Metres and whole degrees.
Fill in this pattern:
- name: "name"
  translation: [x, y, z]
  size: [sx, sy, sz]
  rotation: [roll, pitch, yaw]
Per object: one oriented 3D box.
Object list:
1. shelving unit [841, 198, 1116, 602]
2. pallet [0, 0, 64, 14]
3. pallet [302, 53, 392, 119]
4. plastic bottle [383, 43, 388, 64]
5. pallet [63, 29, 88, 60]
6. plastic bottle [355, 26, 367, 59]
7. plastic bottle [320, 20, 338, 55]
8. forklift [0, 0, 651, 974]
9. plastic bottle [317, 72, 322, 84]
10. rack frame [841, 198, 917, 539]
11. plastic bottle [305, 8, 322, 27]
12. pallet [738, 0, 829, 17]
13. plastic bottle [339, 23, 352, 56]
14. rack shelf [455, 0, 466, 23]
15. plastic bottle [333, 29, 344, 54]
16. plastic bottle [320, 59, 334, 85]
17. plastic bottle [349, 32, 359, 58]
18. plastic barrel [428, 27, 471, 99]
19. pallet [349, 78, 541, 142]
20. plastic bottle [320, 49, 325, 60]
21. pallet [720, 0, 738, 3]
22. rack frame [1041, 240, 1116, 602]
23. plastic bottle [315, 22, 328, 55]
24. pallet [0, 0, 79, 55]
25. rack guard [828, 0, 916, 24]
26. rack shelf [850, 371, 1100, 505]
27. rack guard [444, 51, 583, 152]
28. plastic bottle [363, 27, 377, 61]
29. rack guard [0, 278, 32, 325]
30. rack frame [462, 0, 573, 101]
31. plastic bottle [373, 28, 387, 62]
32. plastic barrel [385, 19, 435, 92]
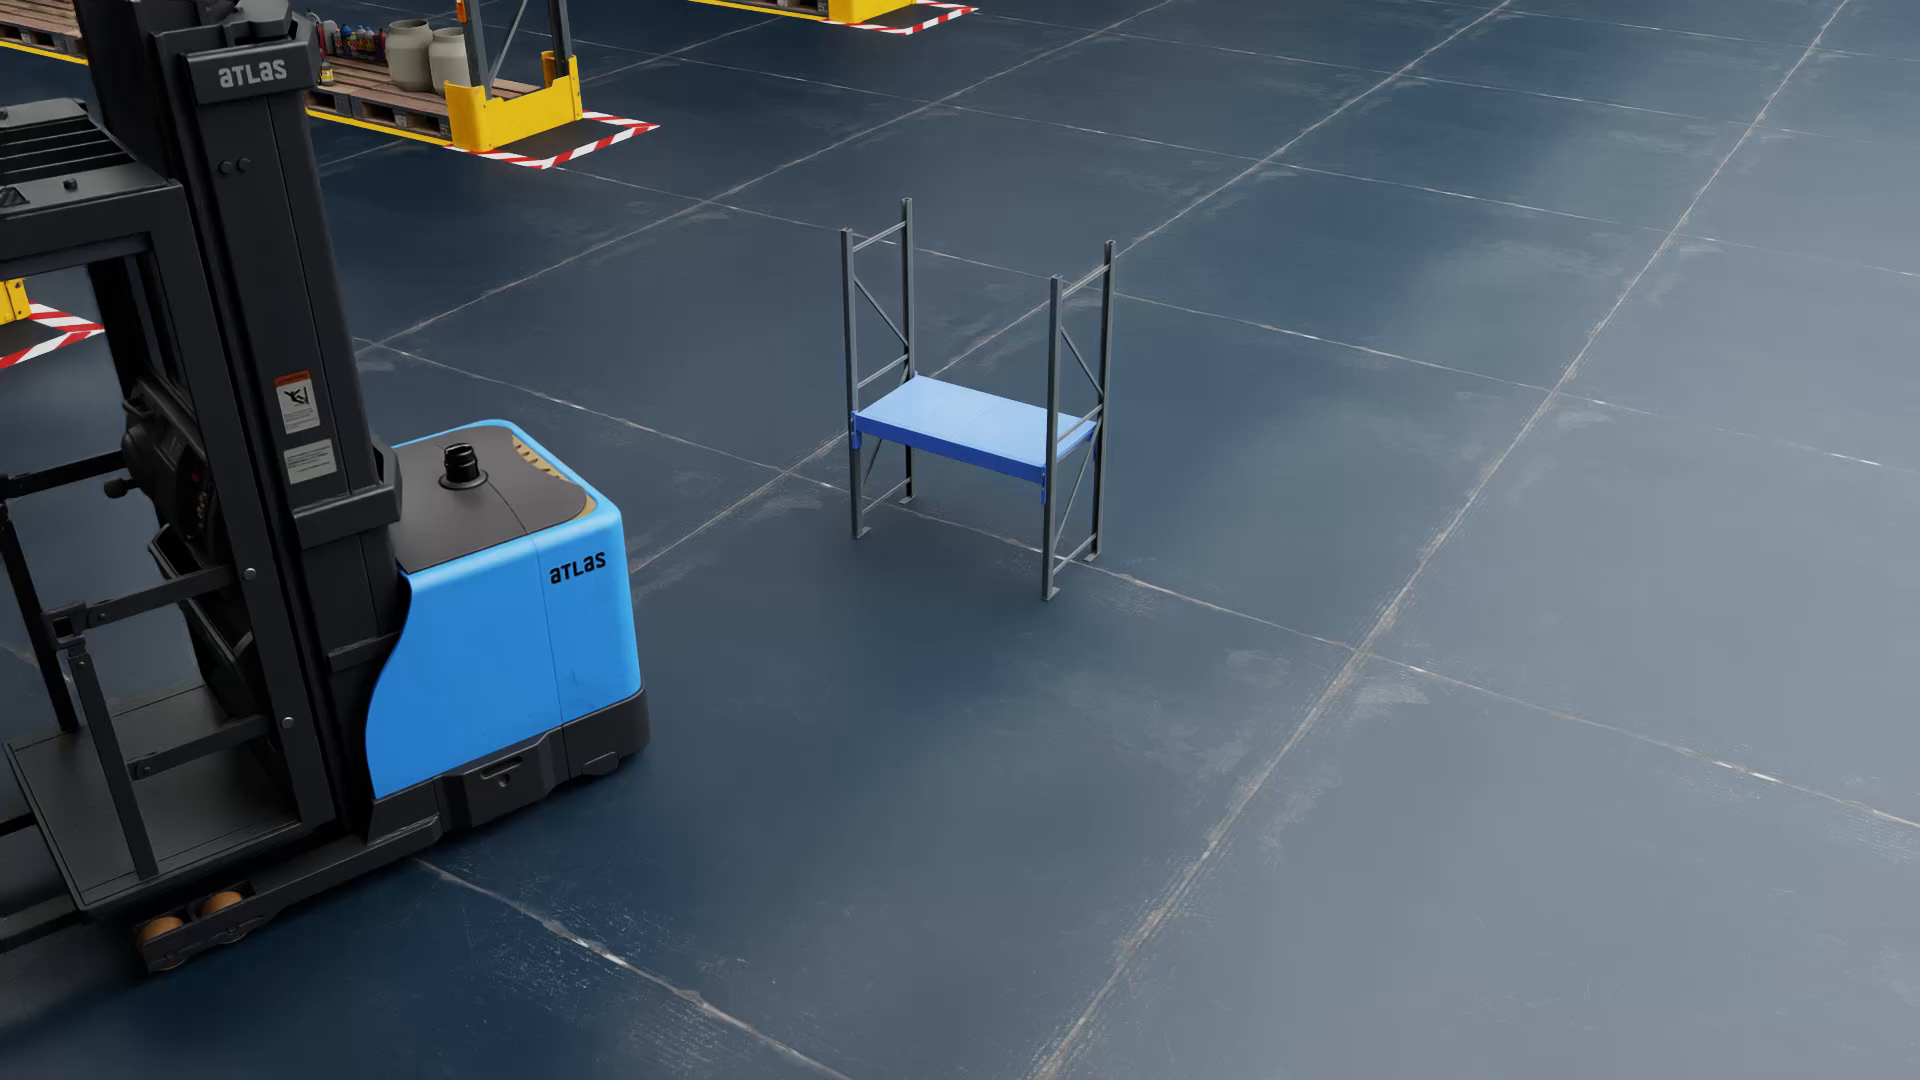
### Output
- name: "shelving unit"
  translation: [0.072, -0.625, 7.333]
  size: [1.048, 1.500, 0.538]
  rotation: [18, 35, 27]
- name: "pallet"
  translation: [-9.595, -5.301, 16.628]
  size: [1.213, 0.211, 1.003]
  rotation: [18, 35, 27]
- name: "pallet"
  translation: [-5.259, -3.930, 14.276]
  size: [1.213, 0.211, 1.003]
  rotation: [18, 35, 27]
- name: "plastic bottle"
  translation: [-4.913, -4.214, 14.338]
  size: [0.097, 0.201, 0.097]
  rotation: [0, 30, 0]
- name: "pallet"
  translation: [-7.529, -4.648, 15.507]
  size: [1.213, 0.211, 1.003]
  rotation: [18, 35, 27]
- name: "plastic bottle"
  translation: [-5.200, -4.336, 14.476]
  size: [0.097, 0.271, 0.097]
  rotation: [0, 30, 0]
- name: "plastic bottle"
  translation: [-5.573, -4.439, 14.649]
  size: [0.135, 0.276, 0.152]
  rotation: [18, 35, 28]
- name: "forklift"
  translation: [-2.648, -0.181, 5.151]
  size: [3.031, 2.935, 1.130]
  rotation: [-22, 37, -32]
- name: "plastic bottle"
  translation: [-5.352, -3.932, 13.772]
  size: [0.133, 0.283, 0.061]
  rotation: [18, 35, 29]
- name: "rack frame"
  translation: [-0.358, -0.761, 7.566]
  size: [0.032, 1.500, 0.500]
  rotation: [18, 35, 27]
- name: "plastic bottle"
  translation: [-5.708, -4.517, 14.708]
  size: [0.185, 0.351, 0.144]
  rotation: [17, 34, 27]
- name: "pallet"
  translation: [-1.555, -5.749, 17.395]
  size: [1.213, 0.211, 1.003]
  rotation: [18, 35, 27]
- name: "plastic bottle"
  translation: [-5.372, -4.390, 14.569]
  size: [0.097, 0.271, 0.097]
  rotation: [0, 30, 0]
- name: "rack shelf"
  translation: [-5.149, -4.812, 13.735]
  size: [4.000, 0.370, 1.077]
  rotation: [18, 35, 27]
- name: "plastic bottle"
  translation: [-5.458, -4.387, 14.633]
  size: [0.097, 0.201, 0.097]
  rotation: [0, 30, 0]
- name: "plastic bottle"
  translation: [-5.244, -3.873, 13.752]
  size: [0.097, 0.201, 0.097]
  rotation: [0, 30, 0]
- name: "plastic bottle"
  translation: [-5.284, -4.332, 14.539]
  size: [0.097, 0.201, 0.097]
  rotation: [0, 30, 0]
- name: "plastic barrel"
  translation: [-4.053, -3.837, 13.403]
  size: [0.421, 0.512, 0.421]
  rotation: [0, 30, 0]
- name: "pallet"
  translation: [-4.230, -3.602, 13.716]
  size: [1.213, 0.211, 1.003]
  rotation: [18, 35, 27]
- name: "plastic bottle"
  translation: [-5.386, -4.033, 13.946]
  size: [0.133, 0.283, 0.061]
  rotation: [18, 35, 27]
- name: "pallet"
  translation: [-2.585, -6.076, 17.956]
  size: [1.213, 0.211, 1.003]
  rotation: [18, 35, 27]
- name: "rack frame"
  translation: [0.503, -0.489, 7.099]
  size: [0.032, 1.500, 0.500]
  rotation: [18, 35, 27]
- name: "plastic bottle"
  translation: [-5.629, -4.397, 14.569]
  size: [0.133, 0.283, 0.061]
  rotation: [18, 35, 27]
- name: "pallet"
  translation: [-8.566, -4.974, 16.067]
  size: [1.213, 0.211, 1.003]
  rotation: [18, 35, 27]
- name: "rack guard"
  translation: [-0.886, -5.641, 16.924]
  size: [0.348, 0.500, 1.175]
  rotation: [18, 35, 27]
- name: "rack shelf"
  translation: [0.072, -0.470, 7.424]
  size: [1.000, 0.185, 0.538]
  rotation: [18, 35, 27]
- name: "rack guard"
  translation: [-3.544, -3.507, 13.266]
  size: [0.348, 0.500, 1.175]
  rotation: [18, 35, 27]
- name: "plastic bottle"
  translation: [-5.115, -4.309, 14.430]
  size: [0.097, 0.271, 0.097]
  rotation: [0, 30, 0]
- name: "rack guard"
  translation: [-6.071, -1.387, 9.632]
  size: [0.348, 0.500, 1.175]
  rotation: [18, 35, 27]
- name: "rack frame"
  translation: [-3.455, -4.587, 12.635]
  size: [0.127, 3.000, 1.000]
  rotation: [18, 35, 27]
- name: "plastic bottle"
  translation: [-5.007, -4.291, 14.387]
  size: [0.133, 0.283, 0.061]
  rotation: [18, 35, 28]
- name: "plastic barrel"
  translation: [-4.478, -3.971, 13.633]
  size: [0.421, 0.512, 0.421]
  rotation: [0, 30, 0]
